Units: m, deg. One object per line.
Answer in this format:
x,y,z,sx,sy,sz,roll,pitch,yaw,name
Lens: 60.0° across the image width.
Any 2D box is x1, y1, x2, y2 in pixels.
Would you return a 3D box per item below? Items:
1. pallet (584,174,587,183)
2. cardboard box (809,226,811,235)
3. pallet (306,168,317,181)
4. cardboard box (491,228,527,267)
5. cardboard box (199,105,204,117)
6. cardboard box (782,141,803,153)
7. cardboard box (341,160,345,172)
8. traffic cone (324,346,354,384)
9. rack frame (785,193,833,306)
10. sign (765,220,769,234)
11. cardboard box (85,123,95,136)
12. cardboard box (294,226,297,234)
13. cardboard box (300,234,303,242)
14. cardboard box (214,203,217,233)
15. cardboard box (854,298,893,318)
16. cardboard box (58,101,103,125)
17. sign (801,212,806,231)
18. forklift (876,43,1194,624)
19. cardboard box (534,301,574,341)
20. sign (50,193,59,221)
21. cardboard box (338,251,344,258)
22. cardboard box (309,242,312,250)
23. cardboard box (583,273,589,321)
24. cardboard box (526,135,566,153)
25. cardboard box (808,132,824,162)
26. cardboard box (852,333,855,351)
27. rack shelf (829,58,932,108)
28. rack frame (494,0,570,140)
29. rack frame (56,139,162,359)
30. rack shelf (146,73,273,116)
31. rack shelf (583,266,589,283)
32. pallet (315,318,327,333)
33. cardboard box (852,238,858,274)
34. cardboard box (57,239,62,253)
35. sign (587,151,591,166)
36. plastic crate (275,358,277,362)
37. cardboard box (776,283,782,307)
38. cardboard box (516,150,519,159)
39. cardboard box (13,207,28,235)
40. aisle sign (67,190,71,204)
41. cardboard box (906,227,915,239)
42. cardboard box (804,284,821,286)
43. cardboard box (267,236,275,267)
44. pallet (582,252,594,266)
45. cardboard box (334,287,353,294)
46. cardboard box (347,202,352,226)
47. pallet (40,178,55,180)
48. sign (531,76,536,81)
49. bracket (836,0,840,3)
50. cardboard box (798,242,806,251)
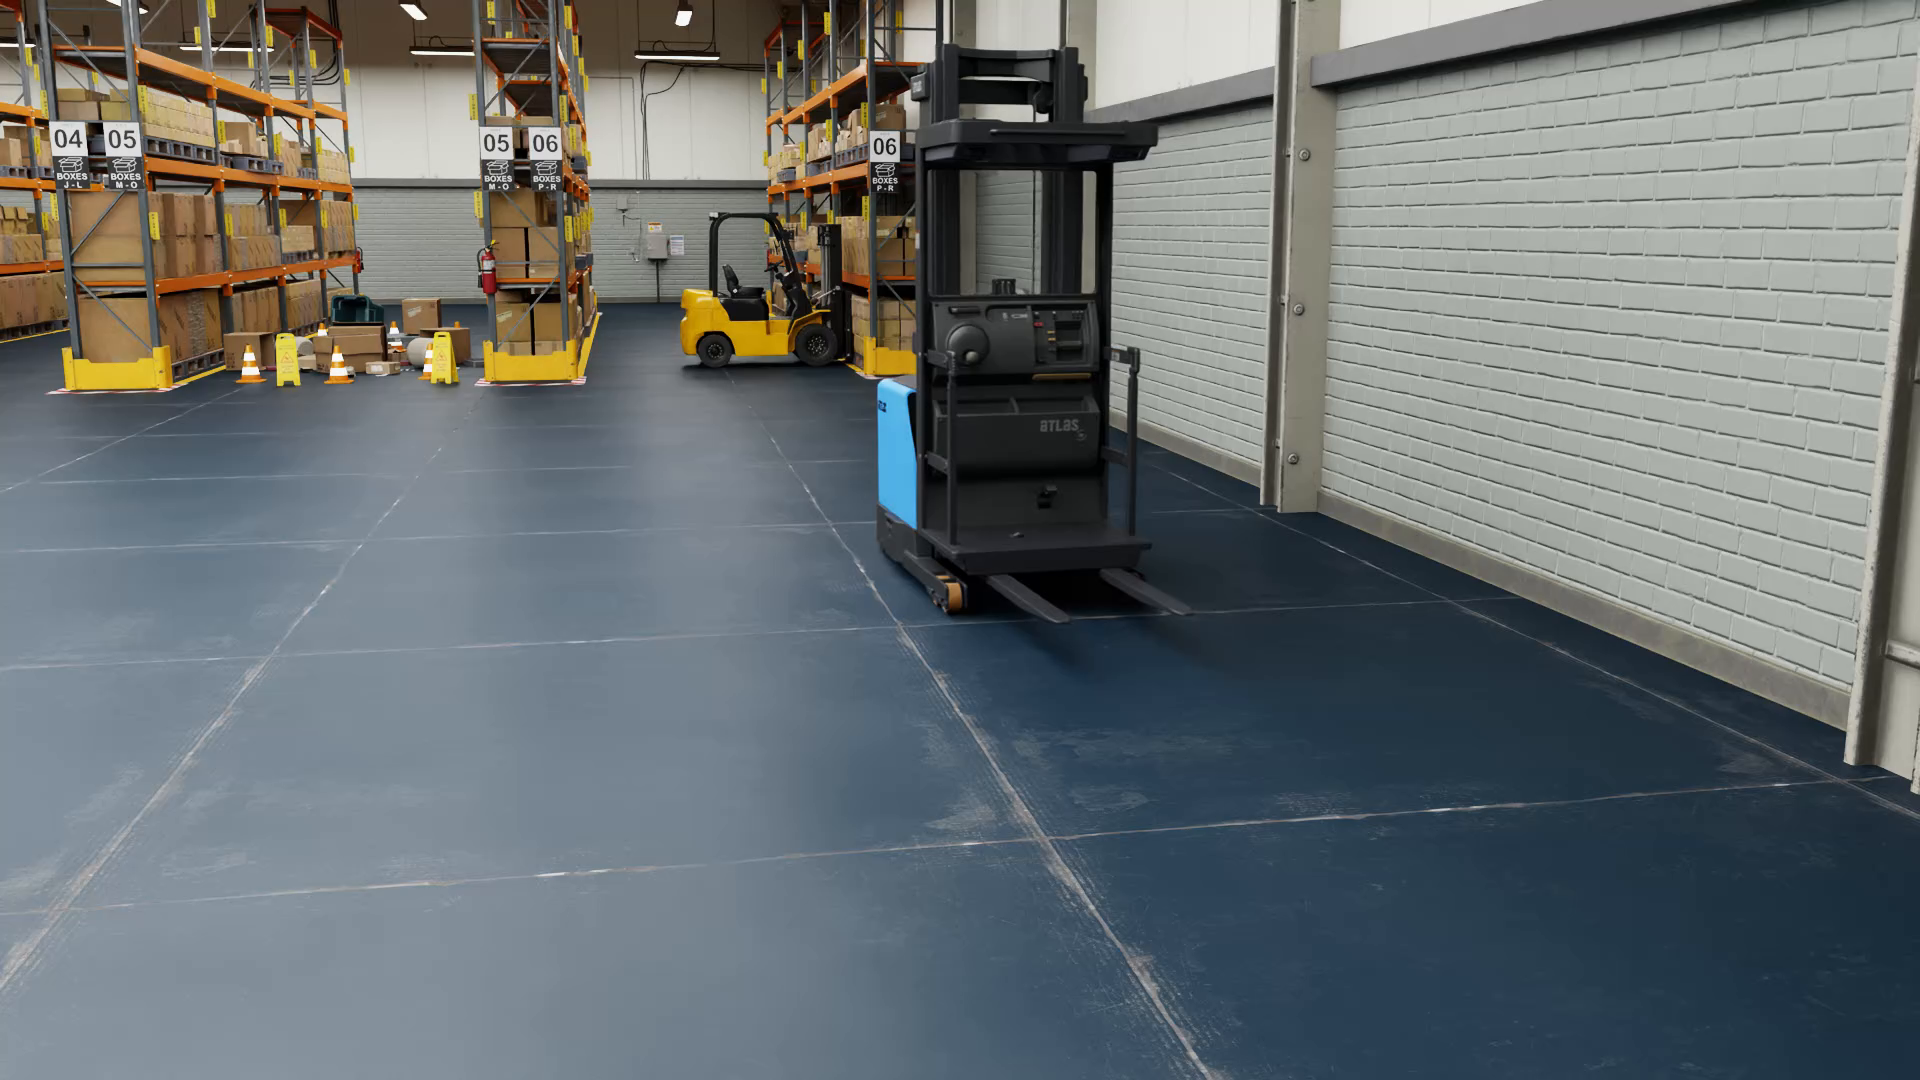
-8.301,-7.570,34.663,1.003,0.211,1.213,-2,11,-11,pallet
-2.499,-5.513,29.636,0.380,0.149,0.250,-2,11,-9,cardboard box
-12.739,-6.832,31.050,1.213,0.211,1.003,-2,11,-11,pallet
-5.961,-3.851,21.841,0.500,0.500,0.500,-2,11,-12,cardboard box
-10.717,-5.950,23.062,0.380,0.149,0.250,-2,11,-11,cardboard box
-3.334,-7.835,33.194,0.396,0.266,0.258,-2,11,-12,cardboard box
-13.093,-7.778,34.582,0.500,0.250,0.500,-2,11,-13,cardboard box
-7.956,-2.249,21.274,0.336,0.463,0.334,-2,11,-11,traffic cone
-3.051,-5.948,33.923,1.000,3.000,0.127,-2,11,-11,rack frame
-4.361,-7.087,37.593,0.100,0.325,0.005,-2,11,-11,sign
-10.818,-5.021,20.315,0.380,0.149,0.250,-2,11,-11,cardboard box
-12.178,-5.588,29.992,0.380,0.149,0.250,-2,11,-12,cardboard box
-12.279,-5.540,30.532,0.380,0.149,0.250,-3,11,-14,cardboard box
-11.161,-4.636,23.742,0.875,0.550,0.550,-2,11,-11,cardboard box
-1.217,-3.260,23.360,0.500,0.250,0.500,-2,11,-10,cardboard box
-10.790,-5.248,20.440,0.500,0.250,0.500,-2,11,-10,cardboard box
-2.803,-5.723,29.855,0.100,0.325,0.005,-2,11,-11,sign
0.364,-1.136,8.827,1.130,2.935,3.031,-3,11,-15,forklift
-5.476,-2.952,22.409,0.500,0.500,0.500,-3,11,-13,cardboard box
-10.956,-4.035,20.144,0.100,0.325,0.005,-2,11,-11,sign
-13.022,-5.941,34.560,0.380,0.149,0.250,-3,11,-14,cardboard box
-12.432,-5.538,31.317,0.380,0.149,0.250,-2,11,-11,cardboard box
-7.363,-4.489,30.818,0.875,0.875,0.875,-2,11,-10,cardboard box
-5.634,-5.400,22.630,0.500,0.250,0.500,-2,11,-9,cardboard box
-2.371,-6.851,28.986,0.500,0.500,0.500,-2,11,-11,cardboard box
-1.294,-2.861,23.935,0.500,0.250,0.500,-2,11,-10,cardboard box
-1.106,-6.511,23.831,1.077,0.370,4.000,-2,11,-11,rack shelf
-6.363,-7.246,24.702,1.000,3.000,0.127,-2,11,-11,rack frame
-10.421,-3.367,20.365,1.000,3.000,0.127,-2,11,-11,rack frame
-11.588,-6.865,25.690,1.077,0.370,4.000,-2,11,-11,rack shelf
-7.530,-5.046,31.112,1.077,0.370,4.000,-2,11,-11,rack shelf
-12.602,-4.055,31.439,1.003,0.211,1.213,-2,11,-11,pallet
-1.262,-4.066,23.770,0.500,0.500,0.500,-2,11,-12,cardboard box
-17.566,-5.666,32.047,0.500,0.250,0.500,-2,11,-11,cardboard box
-8.162,-8.387,36.560,0.100,0.325,0.005,-2,11,-11,sign
-9.880,-2.763,24.560,0.450,0.188,0.662,-7,8,20,plastic crate
-3.674,-5.386,36.534,0.700,0.500,0.500,-2,11,-9,cardboard box
-6.027,-5.066,21.938,0.380,0.149,0.250,-2,11,-9,cardboard box
-17.507,-5.831,30.361,0.797,0.503,0.637,-2,11,-12,cardboard box
-18.726,-7.419,34.701,0.394,0.787,0.004,-2,11,-11,aisle sign
-0.528,-4.186,22.667,0.380,0.149,0.250,-2,11,-12,cardboard box
-2.764,-4.787,31.653,0.380,0.149,0.250,-2,11,-12,cardboard box
-11.530,-4.719,27.201,0.500,0.500,0.500,-2,11,-11,cardboard box
-6.898,-4.812,28.469,1.213,0.211,1.003,-2,11,-11,pallet
-13.181,-5.312,35.493,0.380,0.149,0.250,-2,11,-10,cardboard box
-13.199,-6.913,35.259,0.500,0.500,0.500,-2,11,-12,cardboard box
-18.022,-7.210,32.769,1.003,0.211,1.213,-2,11,-11,pallet
-9.242,-9.965,36.063,0.100,0.325,0.005,-2,11,-11,sign
-2.065,-10.259,30.902,0.076,0.066,4.783,-2,11,-11,bracket
-2.777,-5.404,30.613,0.380,0.149,0.250,-2,11,-10,cardboard box
